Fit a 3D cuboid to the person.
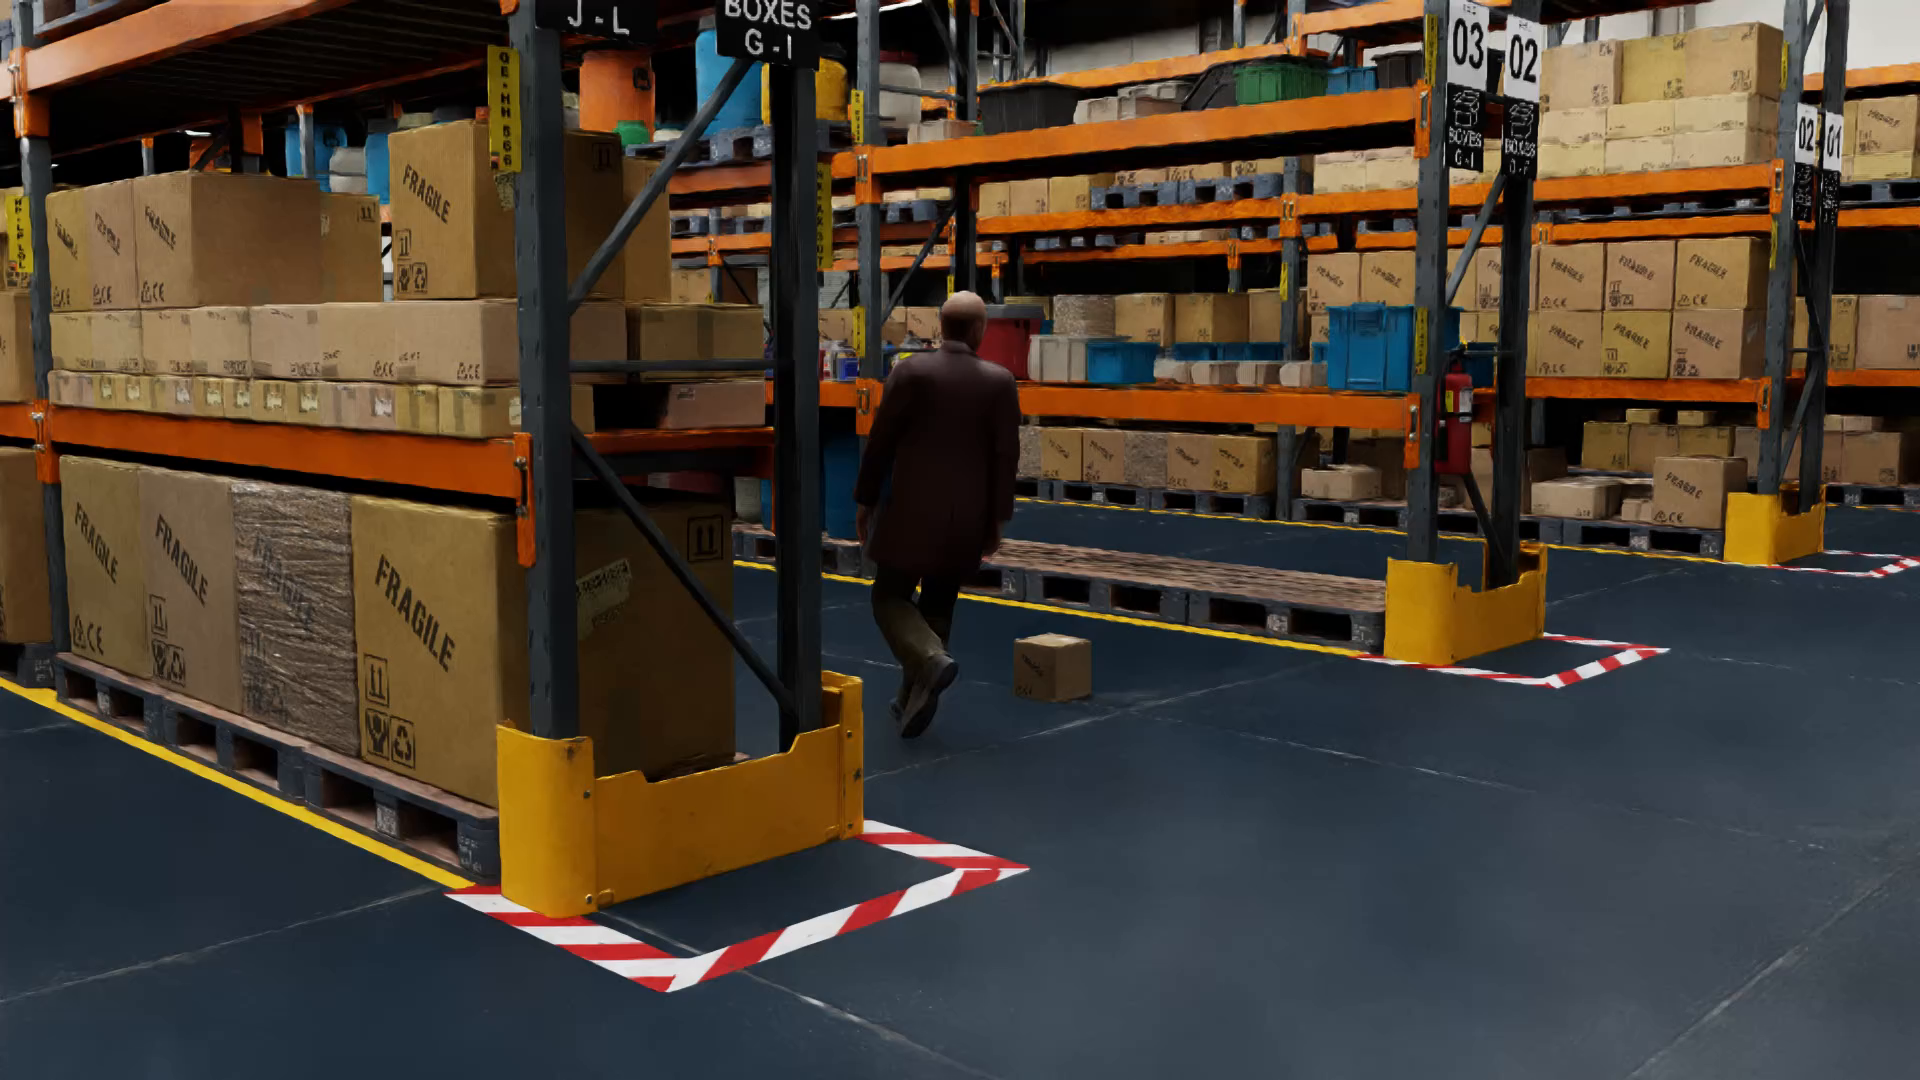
[{"bbox_3d":[-0.086,-0.101,6.574,0.648,1.755,0.801,-2,7,-18],"label":"person"}]
